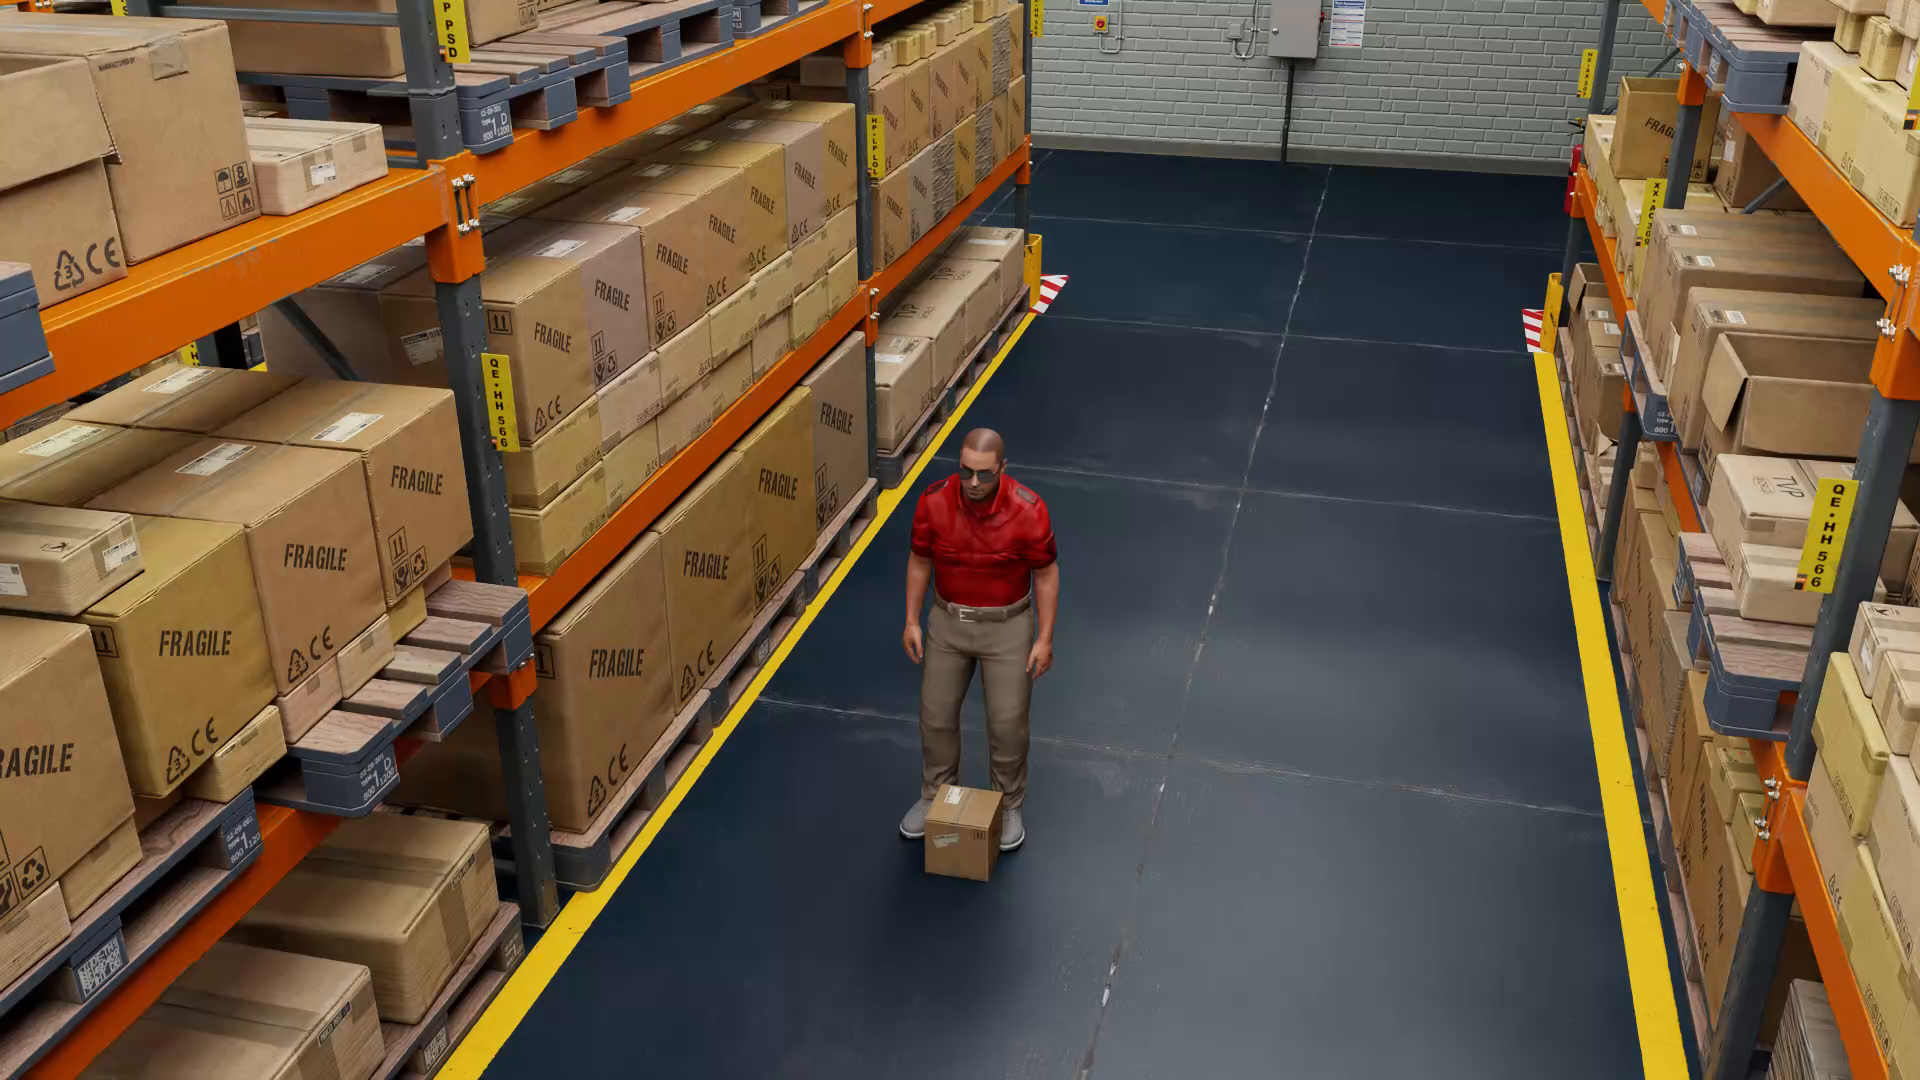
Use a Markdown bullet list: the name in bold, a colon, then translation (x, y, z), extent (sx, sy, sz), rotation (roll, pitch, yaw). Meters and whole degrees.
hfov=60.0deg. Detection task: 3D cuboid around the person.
- **person**: translation (0.074, 0.360, 6.358), extent (0.590, 1.726, 0.388), rotation (6, 26, 12)
